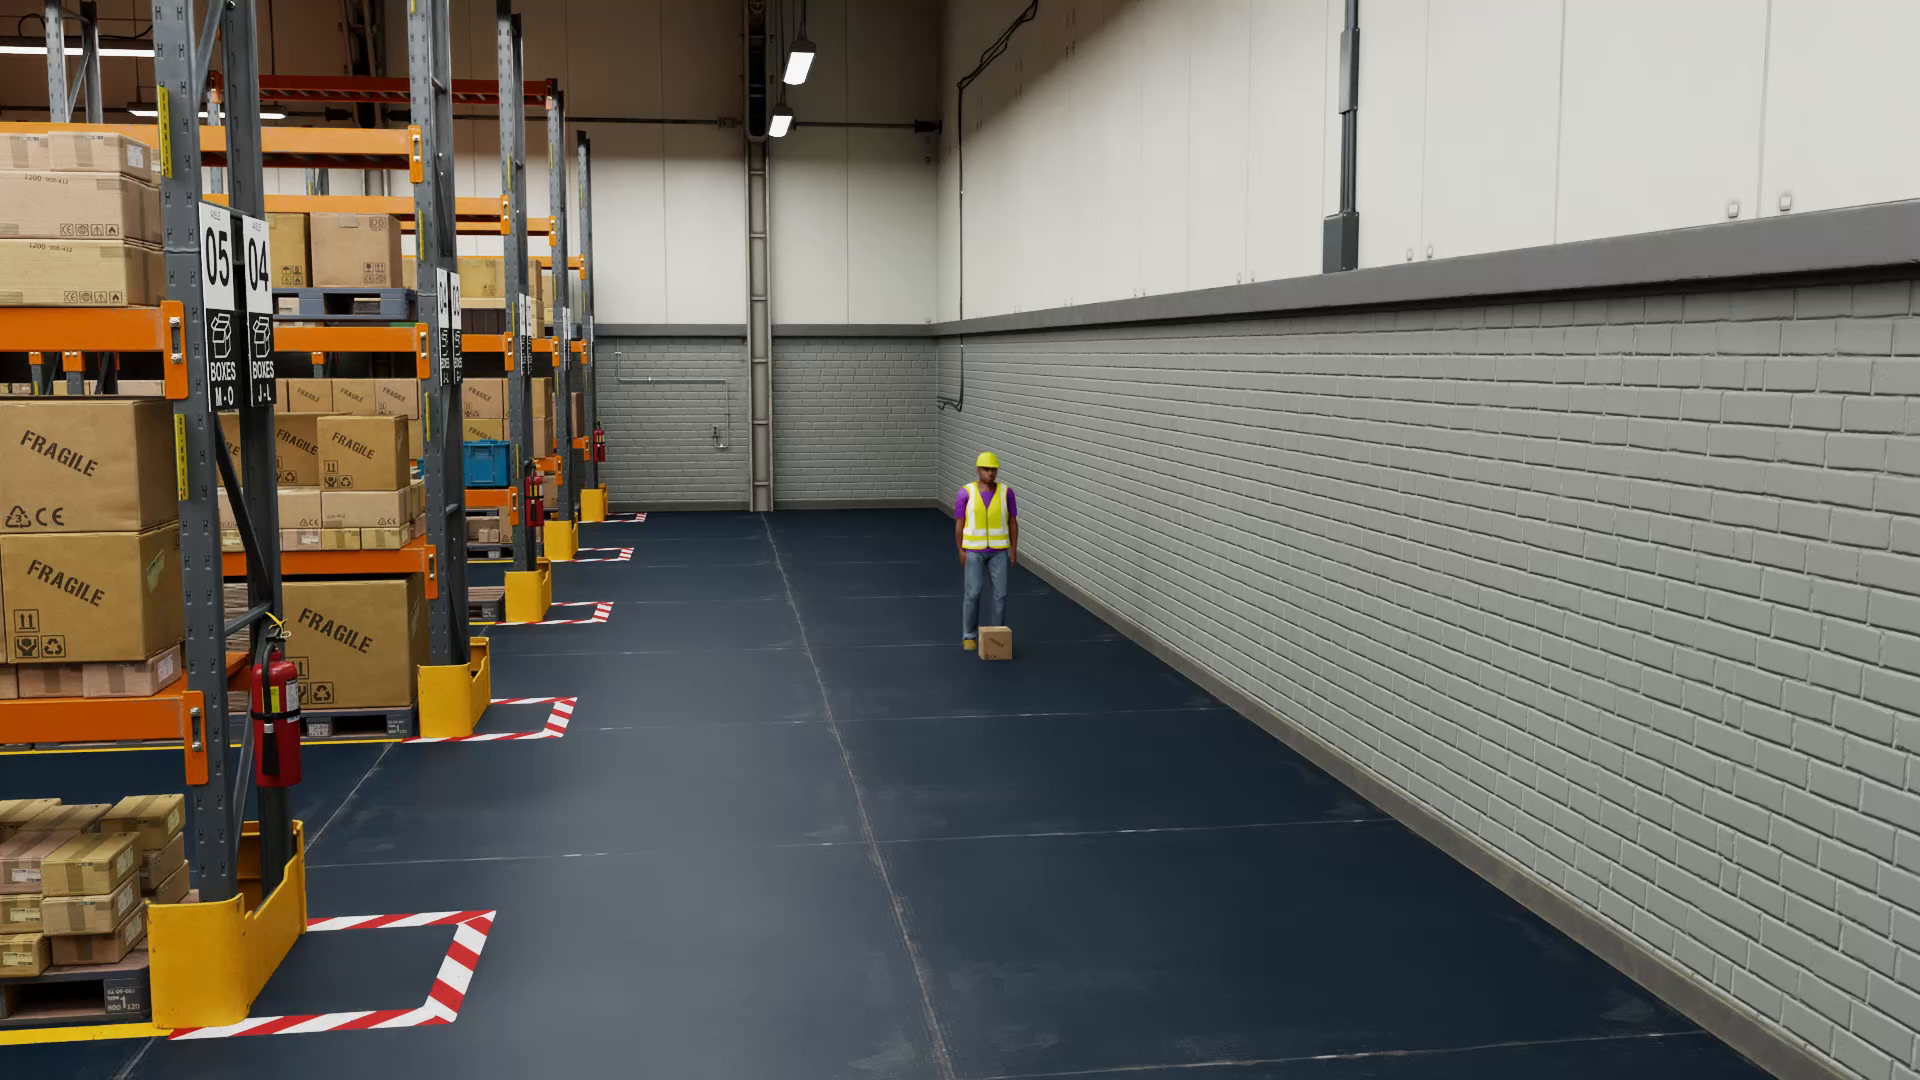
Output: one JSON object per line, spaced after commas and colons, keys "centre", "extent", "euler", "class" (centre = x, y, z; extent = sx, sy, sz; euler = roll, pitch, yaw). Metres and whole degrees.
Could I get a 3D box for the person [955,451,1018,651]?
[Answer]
{"centre": [0.243, 0.107, 14.815], "extent": [0.563, 1.784, 0.367], "euler": [-1, 6, -7], "class": "person"}
